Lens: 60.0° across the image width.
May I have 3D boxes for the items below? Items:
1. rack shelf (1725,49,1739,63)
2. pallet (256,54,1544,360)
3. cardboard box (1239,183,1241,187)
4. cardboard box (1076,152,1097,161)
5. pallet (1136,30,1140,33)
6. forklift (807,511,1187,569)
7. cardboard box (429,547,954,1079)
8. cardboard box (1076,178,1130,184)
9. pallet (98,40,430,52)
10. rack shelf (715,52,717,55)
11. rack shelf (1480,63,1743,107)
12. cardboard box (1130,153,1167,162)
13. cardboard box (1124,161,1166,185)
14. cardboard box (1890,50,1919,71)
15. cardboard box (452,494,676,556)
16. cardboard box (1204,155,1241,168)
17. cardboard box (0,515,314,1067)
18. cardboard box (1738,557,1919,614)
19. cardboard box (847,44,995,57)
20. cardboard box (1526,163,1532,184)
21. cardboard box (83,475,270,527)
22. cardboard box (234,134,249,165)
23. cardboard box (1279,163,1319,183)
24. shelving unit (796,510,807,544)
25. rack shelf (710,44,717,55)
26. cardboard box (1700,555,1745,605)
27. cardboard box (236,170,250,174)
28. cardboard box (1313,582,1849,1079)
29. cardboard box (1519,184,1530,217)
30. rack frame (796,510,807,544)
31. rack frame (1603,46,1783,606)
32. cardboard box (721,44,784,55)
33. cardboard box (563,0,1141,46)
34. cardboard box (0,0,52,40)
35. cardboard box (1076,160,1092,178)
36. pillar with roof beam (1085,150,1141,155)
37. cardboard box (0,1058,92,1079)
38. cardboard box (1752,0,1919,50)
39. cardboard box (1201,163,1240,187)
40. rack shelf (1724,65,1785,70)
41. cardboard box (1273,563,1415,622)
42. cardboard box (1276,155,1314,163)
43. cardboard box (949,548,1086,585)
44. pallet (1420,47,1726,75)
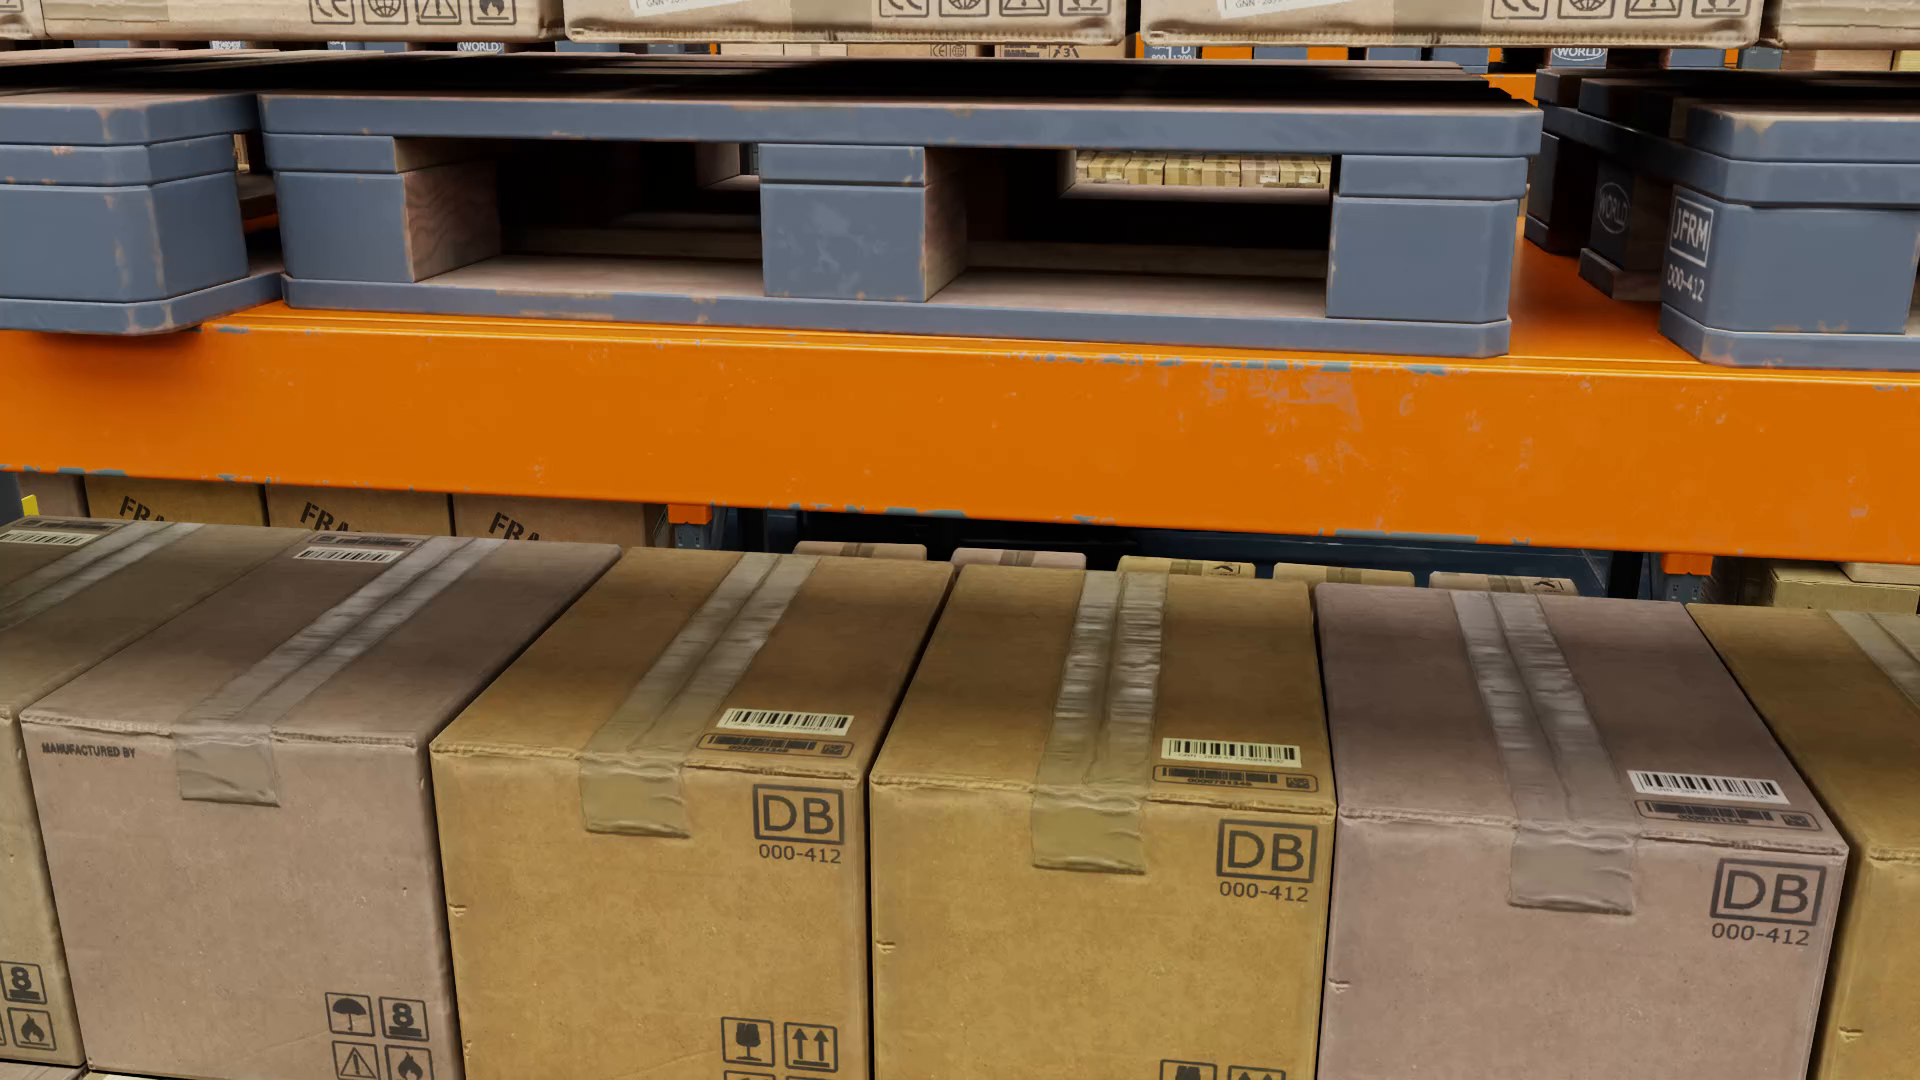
[{"bbox_3d":[5.640,-3.079,10.685,4.000,0.370,1.077,3,19,9],"label":"rack shelf"},{"bbox_3d":[-0.005,-0.450,1.992,1.213,0.211,1.003,4,19,11],"label":"pallet"},{"bbox_3d":[2.127,-2.260,11.279,0.500,0.250,0.500,3,19,10],"label":"cardboard box"},{"bbox_3d":[0.844,-2.701,11.968,0.250,0.149,0.380,3,19,8],"label":"cardboard box"},{"bbox_3d":[1.504,-3.571,11.319,1.213,0.211,1.003,4,19,11],"label":"pallet"},{"bbox_3d":[0.667,-1.397,9.358,3.031,2.935,1.130,1,19,2],"label":"forklift"},{"bbox_3d":[-0.305,0.366,2.249,0.500,0.500,0.700,3,19,8],"label":"cardboard box"},{"bbox_3d":[0.592,-1.446,7.086,0.250,0.149,0.380,2,19,6],"label":"cardboard box"},{"bbox_3d":[-2.817,-2.149,7.067,1.213,0.211,1.003,4,19,11],"label":"pallet"},{"bbox_3d":[-3.043,-1.926,7.240,4.000,0.370,1.077,3,19,9],"label":"rack shelf"},{"bbox_3d":[0.907,-1.725,6.638,4.000,0.370,1.077,3,19,9],"label":"rack shelf"},{"bbox_3d":[1.350,-2.677,11.897,0.250,0.149,0.380,3,19,8],"label":"cardboard box"},{"bbox_3d":[1.260,-2.485,11.322,0.250,0.149,0.380,3,19,10],"label":"cardboard box"},{"bbox_3d":[3.400,-1.722,5.892,0.250,0.149,0.380,3,19,9],"label":"cardboard box"},{"bbox_3d":[-1.737,0.003,7.753,0.875,0.875,0.875,3,19,8],"label":"cardboard box"},{"bbox_3d":[1.854,-2.630,11.755,0.250,0.149,0.380,3,19,9],"label":"cardboard box"},{"bbox_3d":[-1.312,0.316,2.399,0.500,0.500,0.700,3,19,8],"label":"cardboard box"},{"bbox_3d":[3.421,0.320,6.608,0.500,0.500,0.500,4,19,11],"label":"cardboard box"},{"bbox_3d":[-0.134,-2.164,6.657,0.500,0.500,0.700,3,19,9],"label":"cardboard box"},{"bbox_3d":[4.023,-2.518,11.420,0.250,0.149,0.380,3,19,8],"label":"cardboard box"},{"bbox_3d":[-3.499,-0.088,8.026,0.875,0.875,0.875,3,19,10],"label":"cardboard box"},{"bbox_3d":[-5.662,-3.085,12.881,0.500,0.500,0.500,2,19,7],"label":"cardboard box"},{"bbox_3d":[2.272,-2.442,11.193,0.250,0.149,0.380,2,19,7],"label":"cardboard box"},{"bbox_3d":[-1.410,-0.728,9.614,1.048,1.500,0.538,1,19,4],"label":"shelving unit"},{"bbox_3d":[-2.259,-3.482,11.888,4.000,0.370,1.077,3,19,9],"label":"rack shelf"},{"bbox_3d":[3.508,0.152,7.112,0.500,0.500,0.500,3,19,8],"label":"cardboard box"},{"bbox_3d":[-3.013,-1.447,7.666,0.500,0.500,0.500,3,19,10],"label":"cardboard box"},{"bbox_3d":[0.698,0.417,2.096,0.500,0.500,0.700,3,19,9],"label":"cardboard box"},{"bbox_3d":[2.473,-1.373,6.868,0.250,0.149,0.380,3,19,8],"label":"cardboard box"},{"bbox_3d":[-0.903,-0.716,9.580,0.032,1.500,0.500,1,19,4],"label":"rack frame"},{"bbox_3d":[2.881,-0.543,6.699,0.127,3.000,1.000,3,19,9],"label":"rack frame"},{"bbox_3d":[-0.784,-1.979,6.658,0.250,0.149,0.380,3,19,9],"label":"cardboard box"},{"bbox_3d":[-0.072,-0.659,1.639,0.500,0.311,0.500,3,19,8],"label":"cardboard box"},{"bbox_3d":[-1.074,-0.710,1.792,0.500,0.311,0.500,3,19,9],"label":"cardboard box"},{"bbox_3d":[0.765,-2.519,11.425,0.250,0.149,0.380,3,19,9],"label":"cardboard box"},{"bbox_3d":[0.463,-4.013,7.614,0.400,9.000,9.100,3,19,9],"label":"pillar with roof beam"},{"bbox_3d":[-1.353,0.871,2.314,0.500,0.500,0.500,3,19,9],"label":"cardboard box"},{"bbox_3d":[0.942,-0.578,1.494,0.500,0.250,0.500,3,19,8],"label":"cardboard box"},{"bbox_3d":[1.752,-2.445,11.204,0.250,0.149,0.380,2,19,7],"label":"cardboard box"},{"bbox_3d":[4.856,-1.524,6.036,4.000,0.370,1.077,3,19,9],"label":"rack shelf"},{"bbox_3d":[1.653,0.443,7.231,0.625,0.372,0.950,4,19,12],"label":"cardboard box"},{"bbox_3d":[2.352,-2.608,11.690,0.250,0.149,0.380,3,19,9],"label":"cardboard box"},{"bbox_3d":[0.218,0.369,7.453,0.625,0.372,0.950,3,19,8],"label":"cardboard box"},{"bbox_3d":[2.289,-1.941,6.445,1.003,0.211,1.213,3,19,9],"label":"pallet"}]
